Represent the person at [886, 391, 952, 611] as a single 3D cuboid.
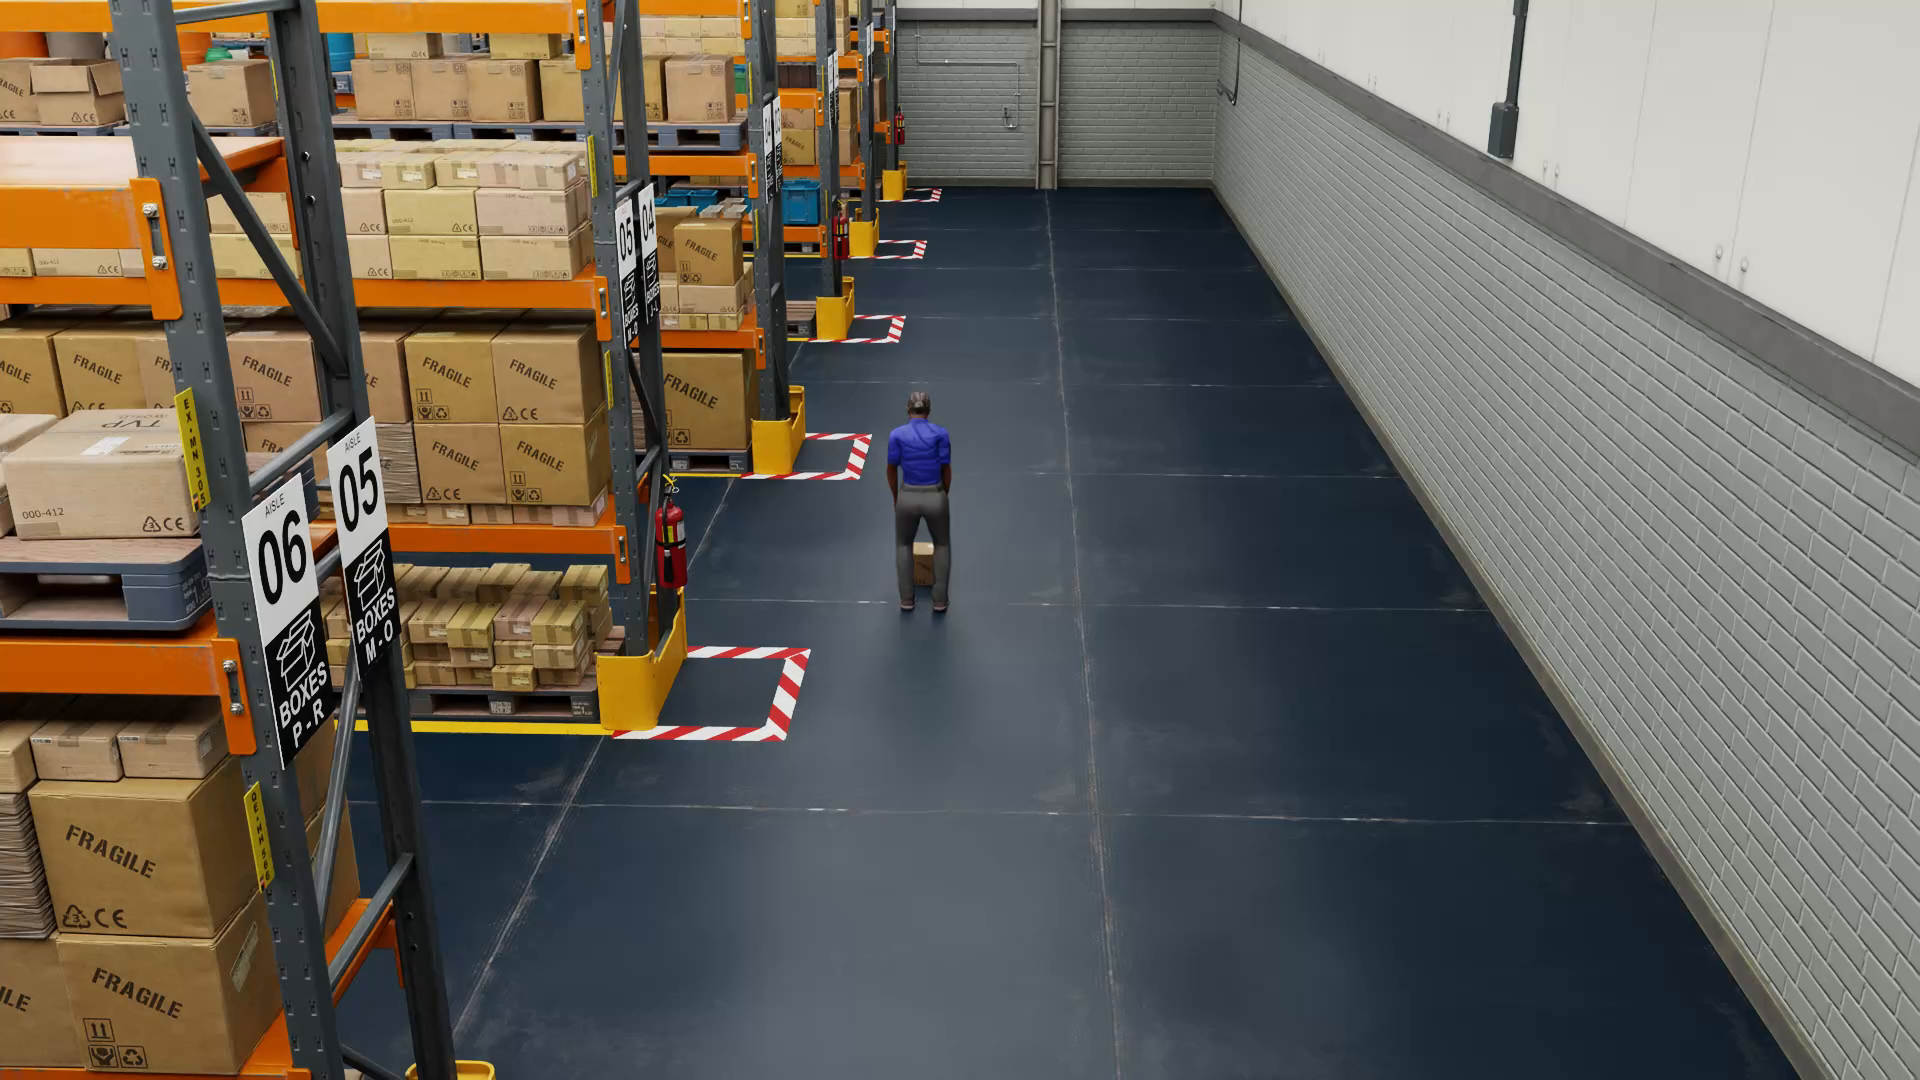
[{"bbox_3d":[-0.293,-0.261,11.897,0.465,1.583,0.411,1,21,3],"label":"person"}]
